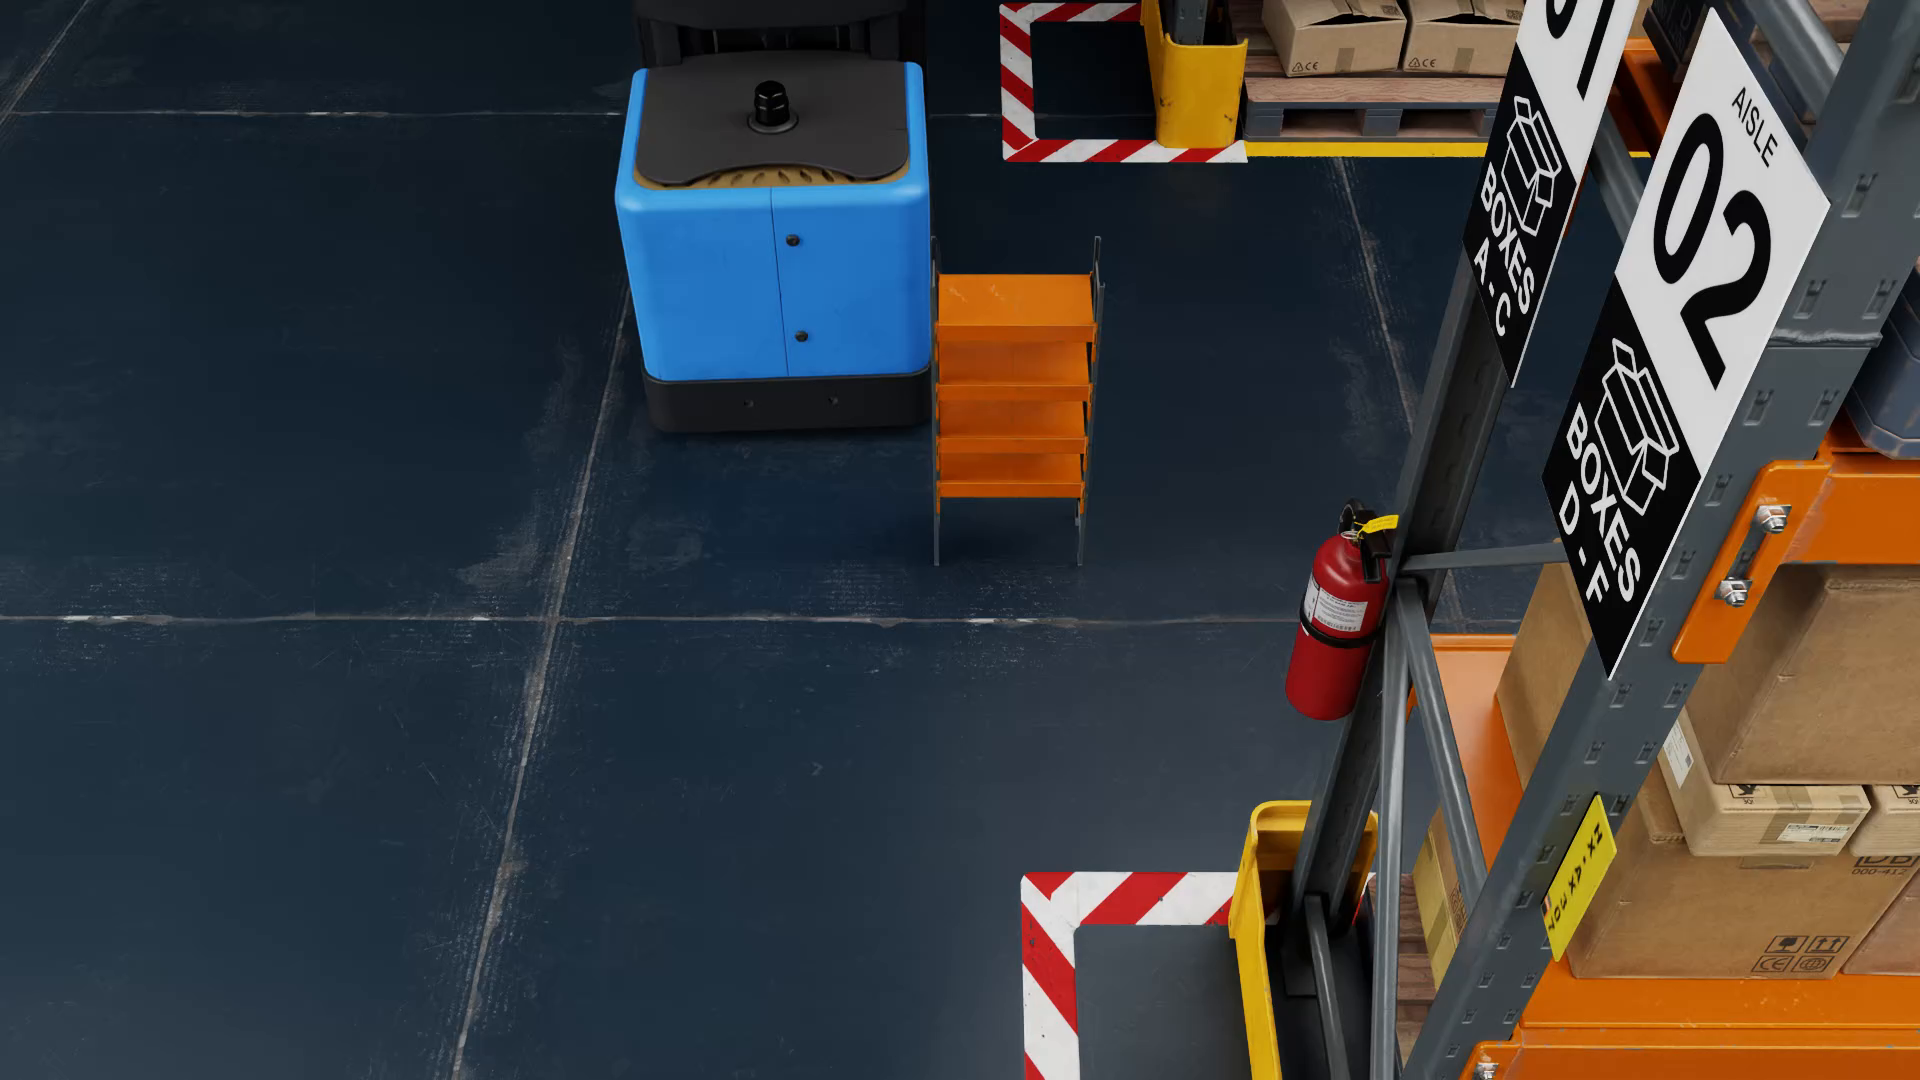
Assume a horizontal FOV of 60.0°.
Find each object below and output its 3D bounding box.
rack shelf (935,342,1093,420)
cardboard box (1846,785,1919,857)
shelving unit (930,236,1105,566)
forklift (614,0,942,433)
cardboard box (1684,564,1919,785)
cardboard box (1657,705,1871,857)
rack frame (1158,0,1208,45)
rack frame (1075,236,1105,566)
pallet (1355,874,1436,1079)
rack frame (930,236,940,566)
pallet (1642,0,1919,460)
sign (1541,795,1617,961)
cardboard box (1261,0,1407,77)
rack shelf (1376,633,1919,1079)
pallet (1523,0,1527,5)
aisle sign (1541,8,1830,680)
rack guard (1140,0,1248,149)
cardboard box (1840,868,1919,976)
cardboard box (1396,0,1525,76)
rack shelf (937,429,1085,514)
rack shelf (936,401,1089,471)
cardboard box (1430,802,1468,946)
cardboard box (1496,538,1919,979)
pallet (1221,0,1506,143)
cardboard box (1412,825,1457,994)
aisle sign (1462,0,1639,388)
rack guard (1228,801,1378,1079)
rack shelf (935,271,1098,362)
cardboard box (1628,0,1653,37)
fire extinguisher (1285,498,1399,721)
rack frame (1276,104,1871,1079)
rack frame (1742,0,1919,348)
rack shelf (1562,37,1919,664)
[{"bbox_3d":[0.166,-0.515,5.196,0.480,0.148,0.258,0,47,0],"label":"rack shelf"},{"bbox_3d":[1.615,0.344,2.869,0.250,0.149,0.380,-1,47,-1],"label":"cardboard box"},{"bbox_3d":[0.166,-0.408,5.310,0.503,1.200,0.258,0,47,0],"label":"shelving unit"},{"bbox_3d":[-0.677,-2.458,6.035,1.130,2.935,3.031,-2,47,-2],"label":"forklift"},{"bbox_3d":[1.479,-0.024,2.768,0.500,0.500,0.700,0,47,0],"label":"cardboard box"},{"bbox_3d":[1.351,0.345,2.868,0.250,0.149,0.380,0,47,0],"label":"cardboard box"},{"bbox_3d":[0.974,-3.184,6.665,0.127,3.000,1.000,0,47,0],"label":"rack frame"},{"bbox_3d":[0.410,-0.408,5.310,0.015,1.200,0.240,0,47,0],"label":"rack frame"},{"bbox_3d":[1.724,1.363,4.337,1.213,0.211,1.003,0,47,0],"label":"pallet"},{"bbox_3d":[-0.078,-0.409,5.311,0.015,1.200,0.240,0,47,0],"label":"rack frame"},{"bbox_3d":[1.666,-0.529,2.205,1.213,0.211,1.003,0,47,0],"label":"pallet"},{"bbox_3d":[0.951,0.526,2.566,0.005,0.325,0.100,0,47,0],"label":"sign"},{"bbox_3d":[1.666,-2.350,7.425,0.500,0.311,0.500,-5,47,-4],"label":"cardboard box"},{"bbox_3d":[2.959,0.692,3.548,4.000,0.370,1.077,0,47,0],"label":"rack shelf"},{"bbox_3d":[3.079,-2.200,7.654,1.213,0.211,1.003,0,47,0],"label":"pallet"},{"bbox_3d":[0.893,-0.220,2.129,0.004,0.787,0.394,0,47,0],"label":"aisle sign"},{"bbox_3d":[1.050,-2.332,7.579,0.348,0.500,1.175,0,47,0],"label":"rack guard"},{"bbox_3d":[1.951,0.416,3.245,0.500,0.500,0.700,1,47,1],"label":"cardboard box"},{"bbox_3d":[2.236,-2.349,7.423,0.500,0.311,0.500,4,47,3],"label":"cardboard box"},{"bbox_3d":[0.166,-0.227,5.505,0.480,0.148,0.258,0,47,0],"label":"rack shelf"},{"bbox_3d":[0.166,-0.363,5.360,0.480,0.148,0.258,0,47,0],"label":"rack shelf"},{"bbox_3d":[1.497,0.764,4.069,0.500,0.500,0.500,0,47,0],"label":"cardboard box"},{"bbox_3d":[1.426,0.418,3.243,0.500,0.500,0.700,0,47,0],"label":"cardboard box"},{"bbox_3d":[1.862,-2.206,7.659,1.213,0.211,1.003,0,47,0],"label":"pallet"},{"bbox_3d":[1.497,1.021,4.342,0.500,0.250,0.500,0,47,0],"label":"cardboard box"},{"bbox_3d":[0.895,-0.659,2.538,0.004,0.787,0.394,0,47,0],"label":"aisle sign"},{"bbox_3d":[0.935,1.293,4.205,0.348,0.500,1.175,0,47,0],"label":"rack guard"},{"bbox_3d":[0.166,-0.676,5.023,0.480,0.148,0.258,0,47,0],"label":"rack shelf"},{"bbox_3d":[2.969,-2.375,7.318,0.500,0.500,0.700,-3,47,-2],"label":"cardboard box"},{"bbox_3d":[0.843,0.128,3.635,0.183,0.674,0.296,0,47,0],"label":"fire extinguisher"},{"bbox_3d":[0.959,0.442,3.290,0.127,3.000,1.000,0,47,0],"label":"rack frame"},{"bbox_3d":[0.959,-1.602,1.094,0.127,3.000,1.000,0,47,0],"label":"rack frame"},{"bbox_3d":[2.959,-0.330,2.450,4.000,0.370,1.077,0,47,0],"label":"rack shelf"}]
